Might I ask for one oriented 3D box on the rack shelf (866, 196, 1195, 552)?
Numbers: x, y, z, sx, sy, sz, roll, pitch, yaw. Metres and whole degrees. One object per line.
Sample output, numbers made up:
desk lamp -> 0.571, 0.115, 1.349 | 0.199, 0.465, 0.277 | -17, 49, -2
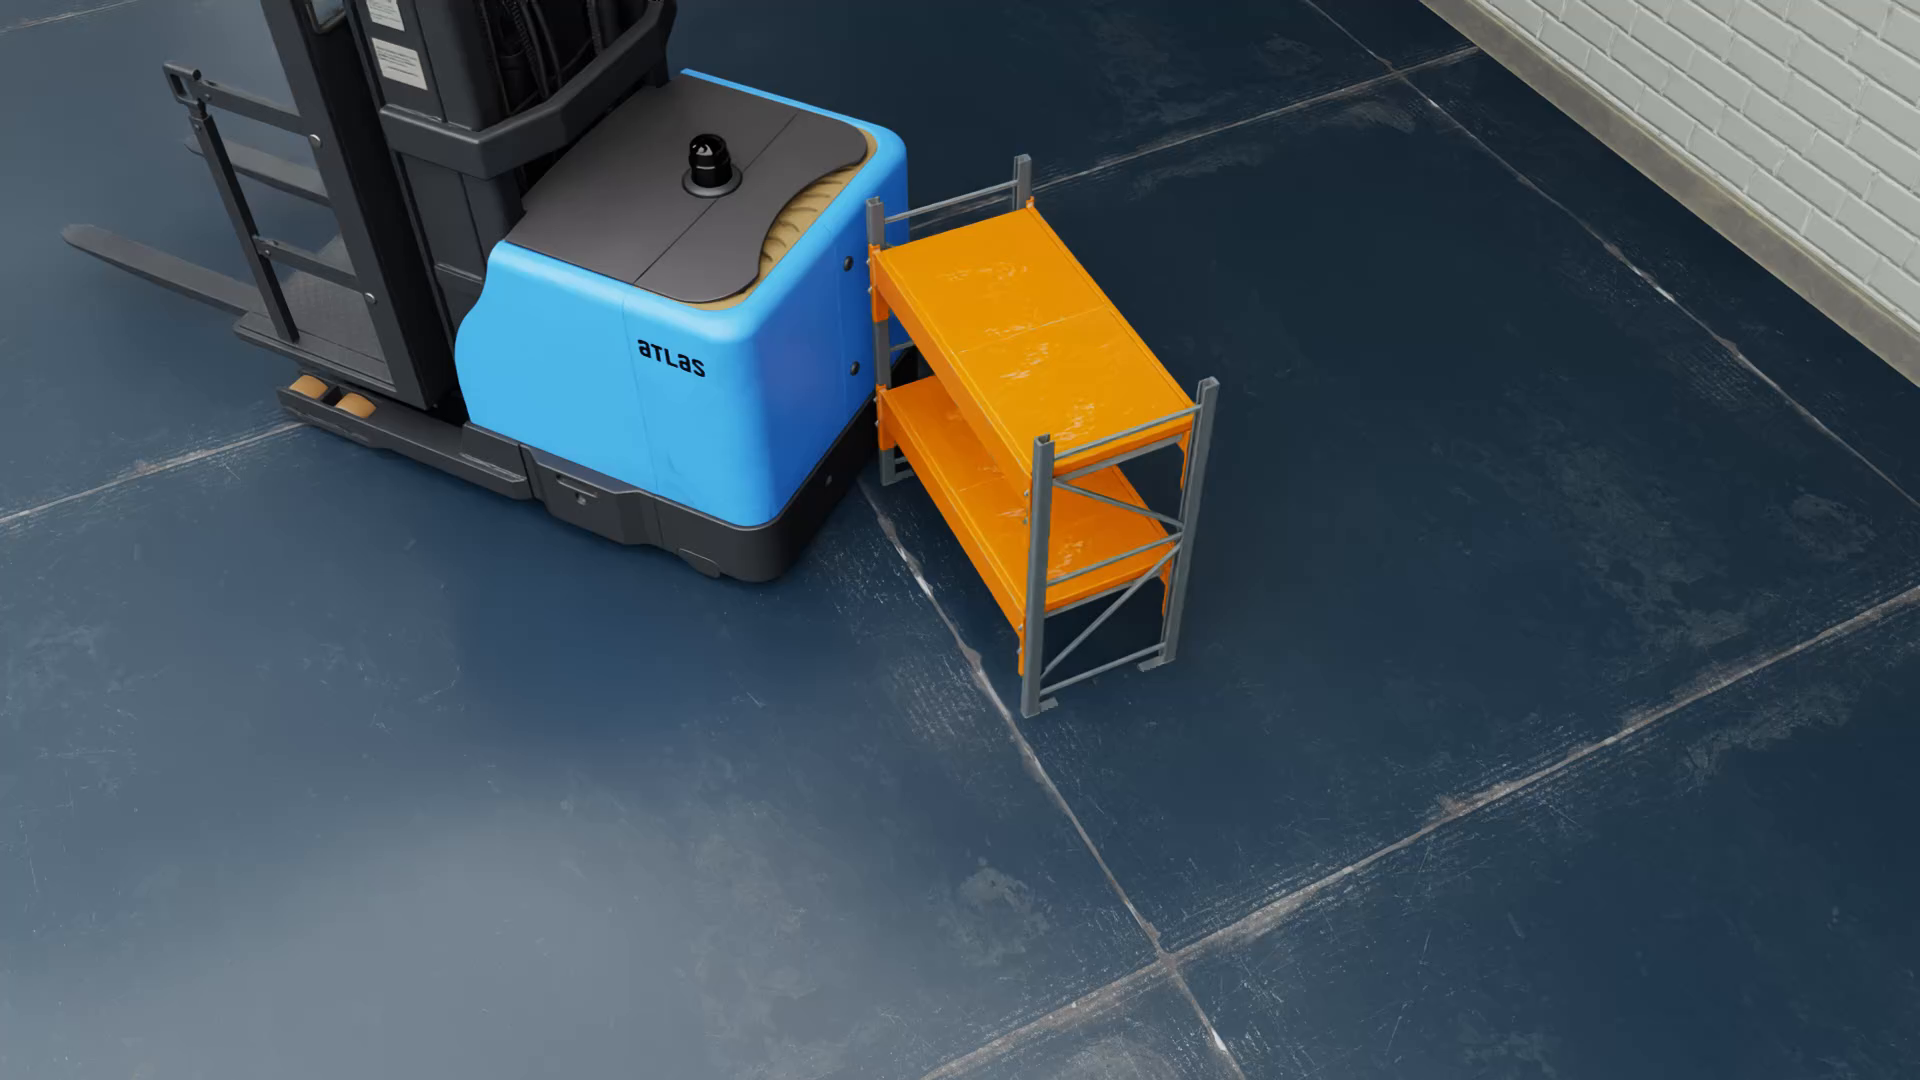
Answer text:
rack shelf -> 0.189, -0.482, 4.535 | 0.538, 0.278, 1.000 | -20, 52, -16

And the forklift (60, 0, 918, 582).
forklift -> -1.694, -1.621, 4.721 | 3.031, 2.935, 1.130 | 20, 52, 17

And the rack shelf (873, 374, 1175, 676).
rack shelf -> 0.189, -0.128, 4.940 | 0.538, 0.278, 1.000 | -20, 52, -16

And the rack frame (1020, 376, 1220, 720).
rack frame -> 0.407, 0.056, 4.453 | 0.500, 1.125, 0.032 | -20, 52, -16

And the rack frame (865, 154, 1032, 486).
rack frame -> -0.029, -0.635, 5.058 | 0.500, 1.125, 0.032 | -20, 52, -16

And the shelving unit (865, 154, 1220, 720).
shelving unit -> 0.189, -0.289, 4.756 | 0.538, 1.125, 1.048 | -20, 52, -16
